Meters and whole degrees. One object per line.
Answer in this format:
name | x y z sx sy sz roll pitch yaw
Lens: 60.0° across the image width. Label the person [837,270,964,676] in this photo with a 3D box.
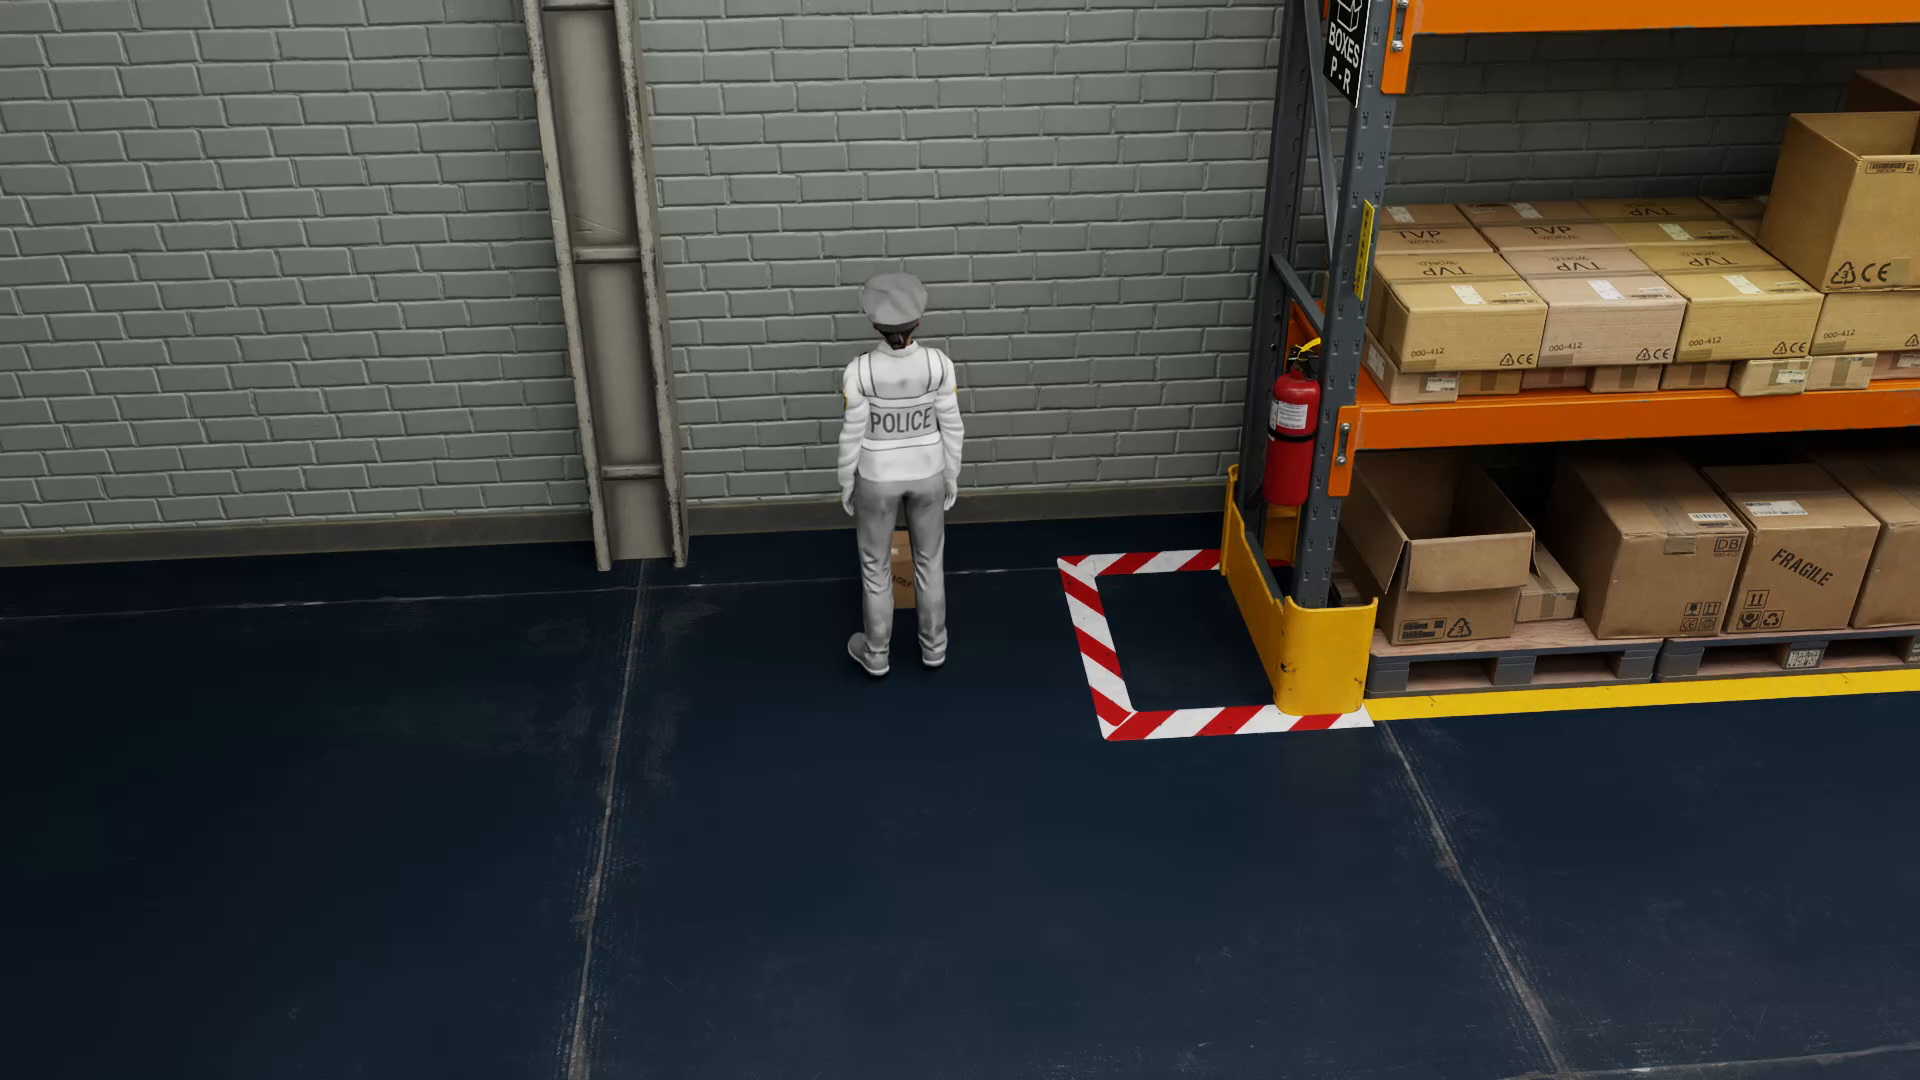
person | -0.231 -0.244 6.465 0.490 1.690 0.355 -7 32 -12
